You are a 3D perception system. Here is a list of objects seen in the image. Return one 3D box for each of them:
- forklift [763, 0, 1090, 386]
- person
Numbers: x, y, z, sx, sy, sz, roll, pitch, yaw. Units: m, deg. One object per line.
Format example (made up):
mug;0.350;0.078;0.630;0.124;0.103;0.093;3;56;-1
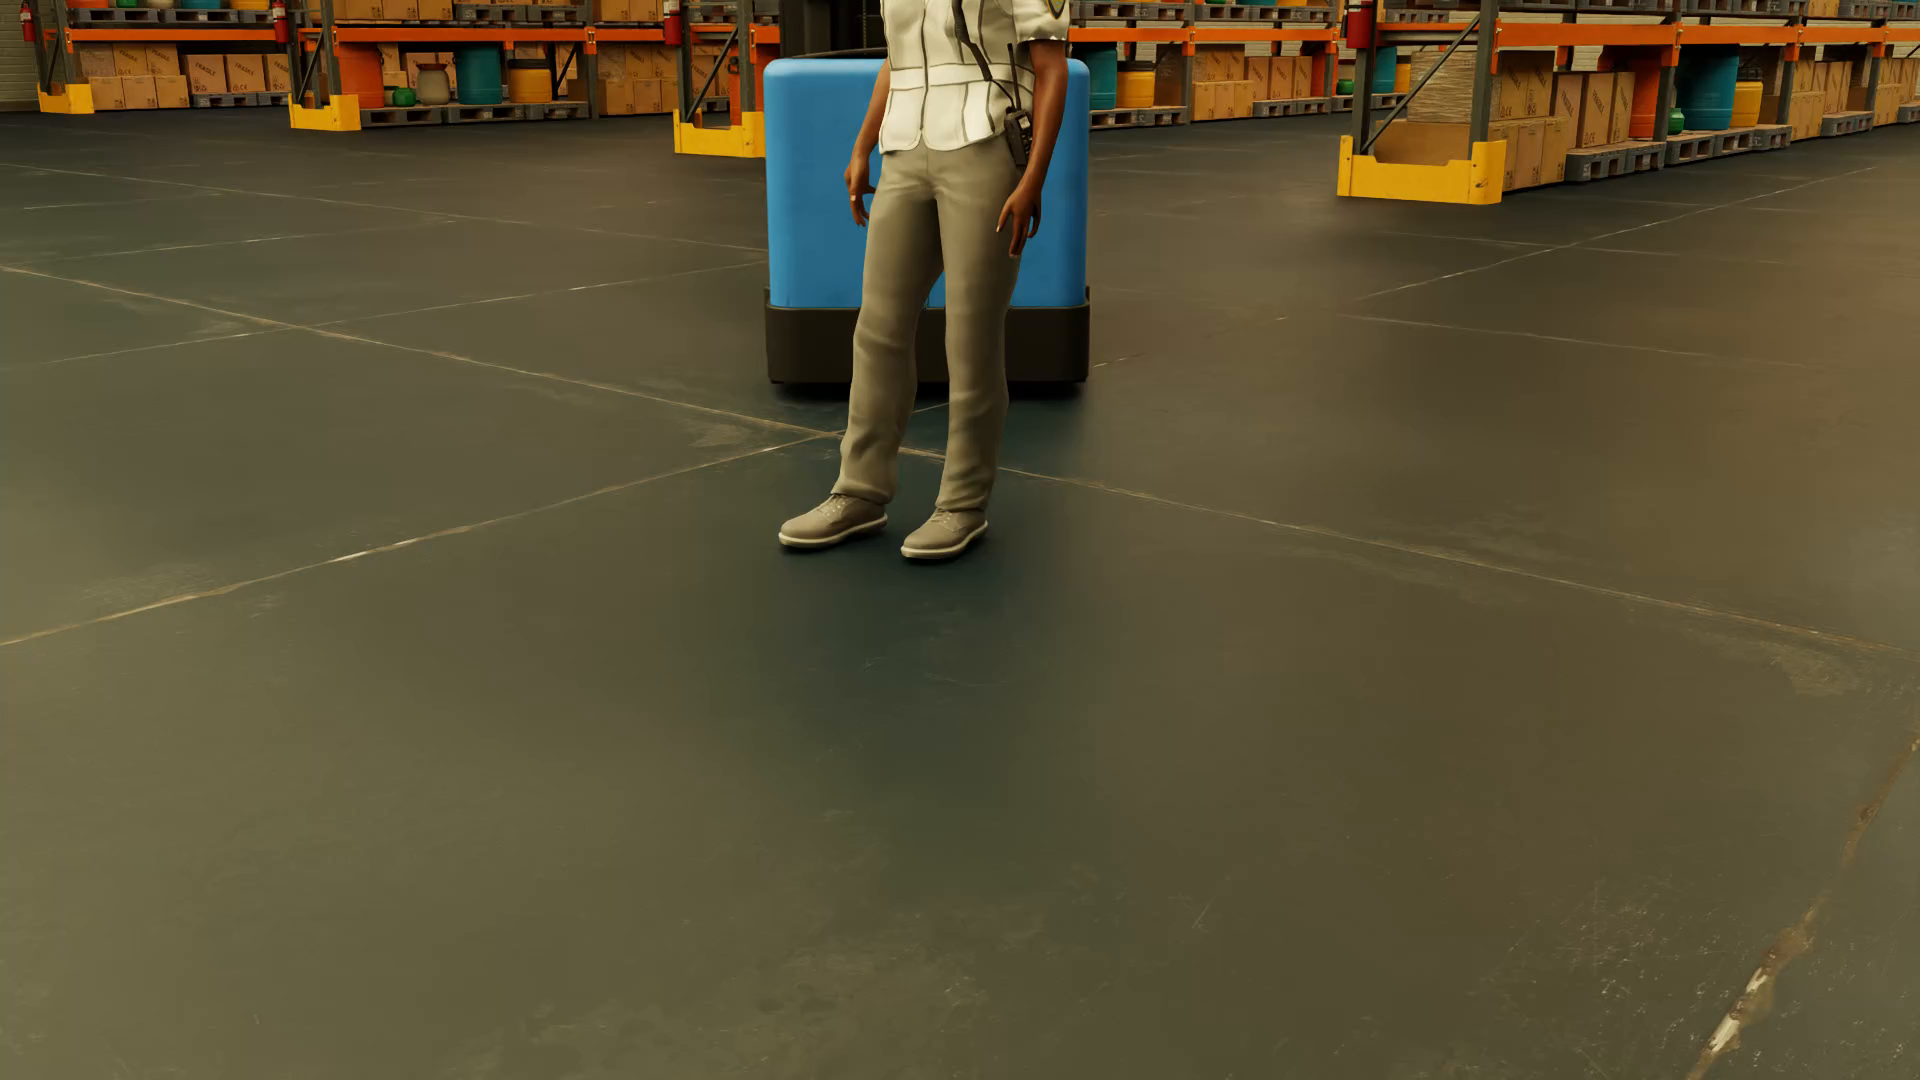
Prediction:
forklift;-0.141;-2.281;6.411;1.130;2.935;3.031;0;17;-2
person;-0.063;-0.804;3.651;0.569;1.693;0.528;13;21;37
